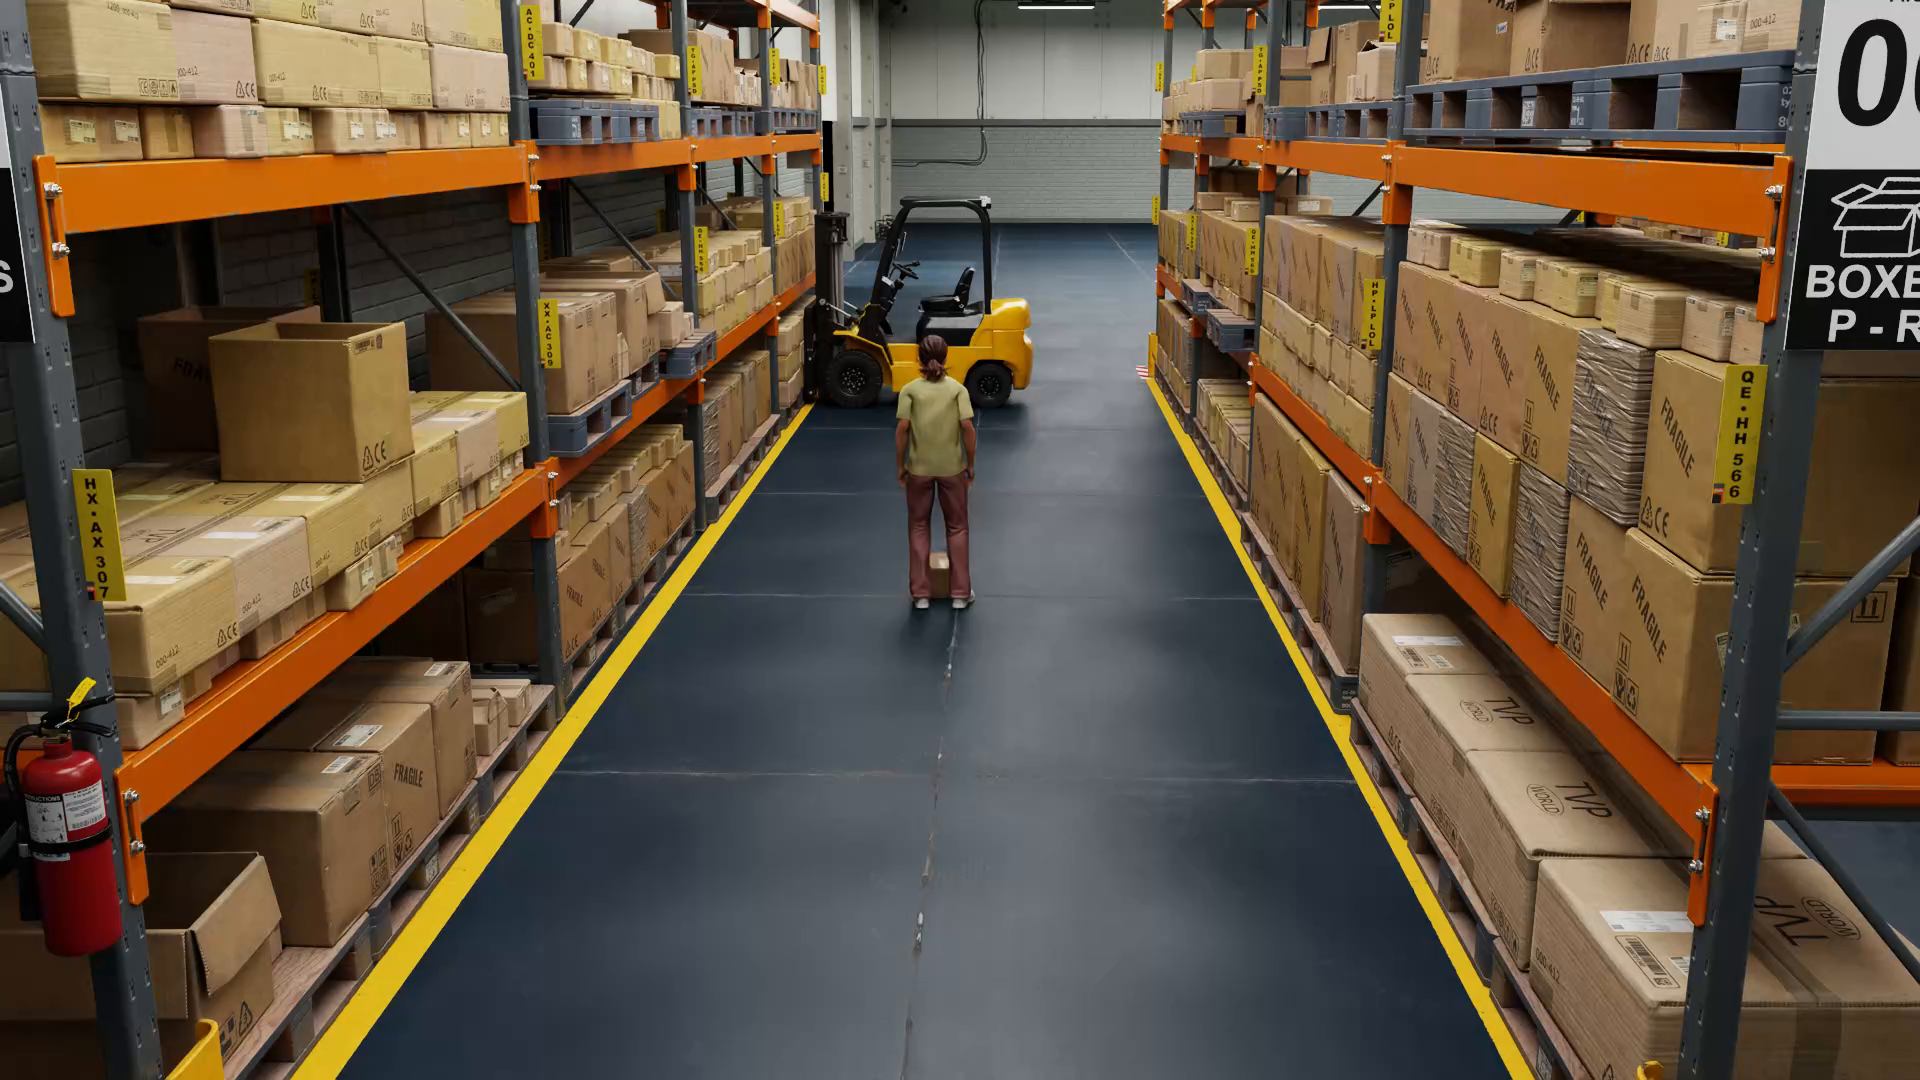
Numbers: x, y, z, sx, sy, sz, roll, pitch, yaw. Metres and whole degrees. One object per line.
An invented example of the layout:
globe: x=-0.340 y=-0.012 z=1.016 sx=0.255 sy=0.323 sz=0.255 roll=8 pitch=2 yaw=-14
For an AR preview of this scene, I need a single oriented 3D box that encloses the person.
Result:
person: x=-0.149 y=-0.410 z=10.149 sx=0.493 sy=1.673 sz=0.359 roll=0 pitch=14 yaw=0
